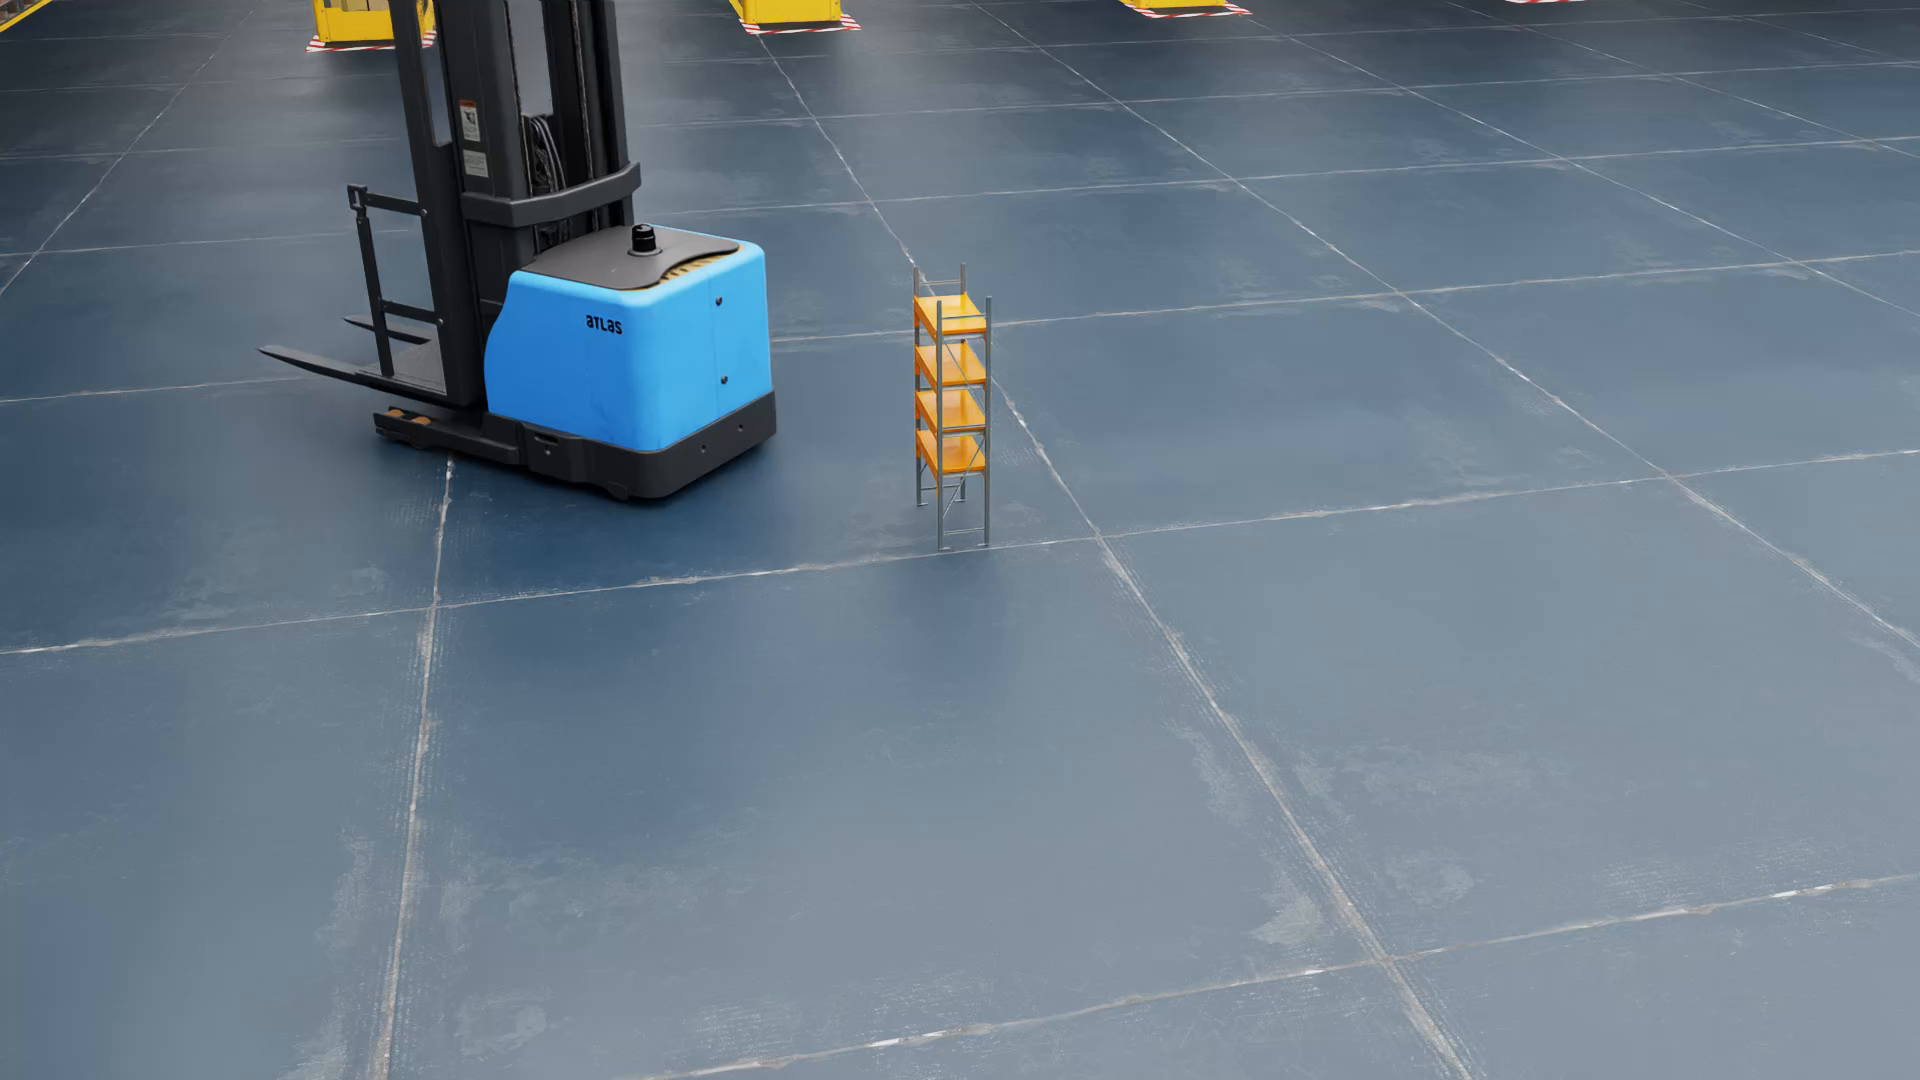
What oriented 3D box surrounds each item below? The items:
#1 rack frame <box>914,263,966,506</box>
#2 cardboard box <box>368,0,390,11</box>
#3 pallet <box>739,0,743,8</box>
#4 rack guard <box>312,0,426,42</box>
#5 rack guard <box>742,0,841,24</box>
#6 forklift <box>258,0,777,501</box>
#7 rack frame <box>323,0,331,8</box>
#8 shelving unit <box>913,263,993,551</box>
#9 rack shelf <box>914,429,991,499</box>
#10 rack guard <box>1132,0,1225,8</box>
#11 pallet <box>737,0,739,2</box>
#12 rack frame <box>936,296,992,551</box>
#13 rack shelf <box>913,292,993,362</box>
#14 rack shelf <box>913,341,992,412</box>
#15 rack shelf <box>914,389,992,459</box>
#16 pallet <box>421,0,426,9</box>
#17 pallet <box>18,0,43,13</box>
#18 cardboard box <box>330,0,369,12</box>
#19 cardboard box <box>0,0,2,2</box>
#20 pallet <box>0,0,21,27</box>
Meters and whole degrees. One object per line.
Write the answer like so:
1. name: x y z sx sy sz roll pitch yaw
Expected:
1. rack frame: -0.092 -0.715 7.836 0.240 1.200 0.015 -6 27 -12
2. cardboard box: -6.728 -6.407 19.700 0.500 0.250 0.500 -6 27 -12
3. pallet: -2.238 -6.831 21.050 1.003 0.211 1.213 -6 27 -12
4. rack guard: -6.818 -6.062 19.206 1.175 0.500 0.348 -6 27 -12
5. rack guard: -2.060 -6.603 20.277 1.175 0.500 0.348 -6 27 -12
6. forklift: -2.493 -1.974 8.408 3.031 2.935 1.130 15 30 27
7. rack frame: -6.824 -7.189 18.664 1.000 3.000 0.127 -6 27 -12
8. shelving unit: -0.037 -0.608 7.624 0.258 1.200 0.503 -6 27 -12
9. rack shelf: -0.037 -0.371 7.743 0.258 0.148 0.480 -6 27 -12
10. rack guard: 2.812 -7.111 21.283 1.175 0.500 0.348 -6 27 -12
11. pallet: -2.509 -7.366 22.109 1.003 0.211 1.213 -6 27 -12
12. rack frame: 0.018 -0.501 7.411 0.240 1.200 0.015 -6 27 -12
13. rack shelf: -0.037 -0.959 7.447 0.258 0.148 0.480 -6 27 -12
14. rack shelf: -0.037 -0.748 7.553 0.258 0.148 0.480 -6 27 -12
15. rack shelf: -0.037 -0.548 7.654 0.258 0.148 0.480 -6 27 -12
16. pallet: -7.308 -6.810 21.008 1.003 0.211 1.213 -6 27 -12
17. pallet: -12.365 -6.904 21.194 1.003 0.211 1.213 -6 27 -12
18. cardboard box: -7.232 -6.354 19.596 0.500 0.250 0.500 -6 27 -12
19. cardboard box: -11.962 -6.655 19.892 0.700 0.500 0.500 -8 28 -15
20. pallet: -12.086 -6.367 20.131 1.003 0.211 1.213 -6 27 -12
